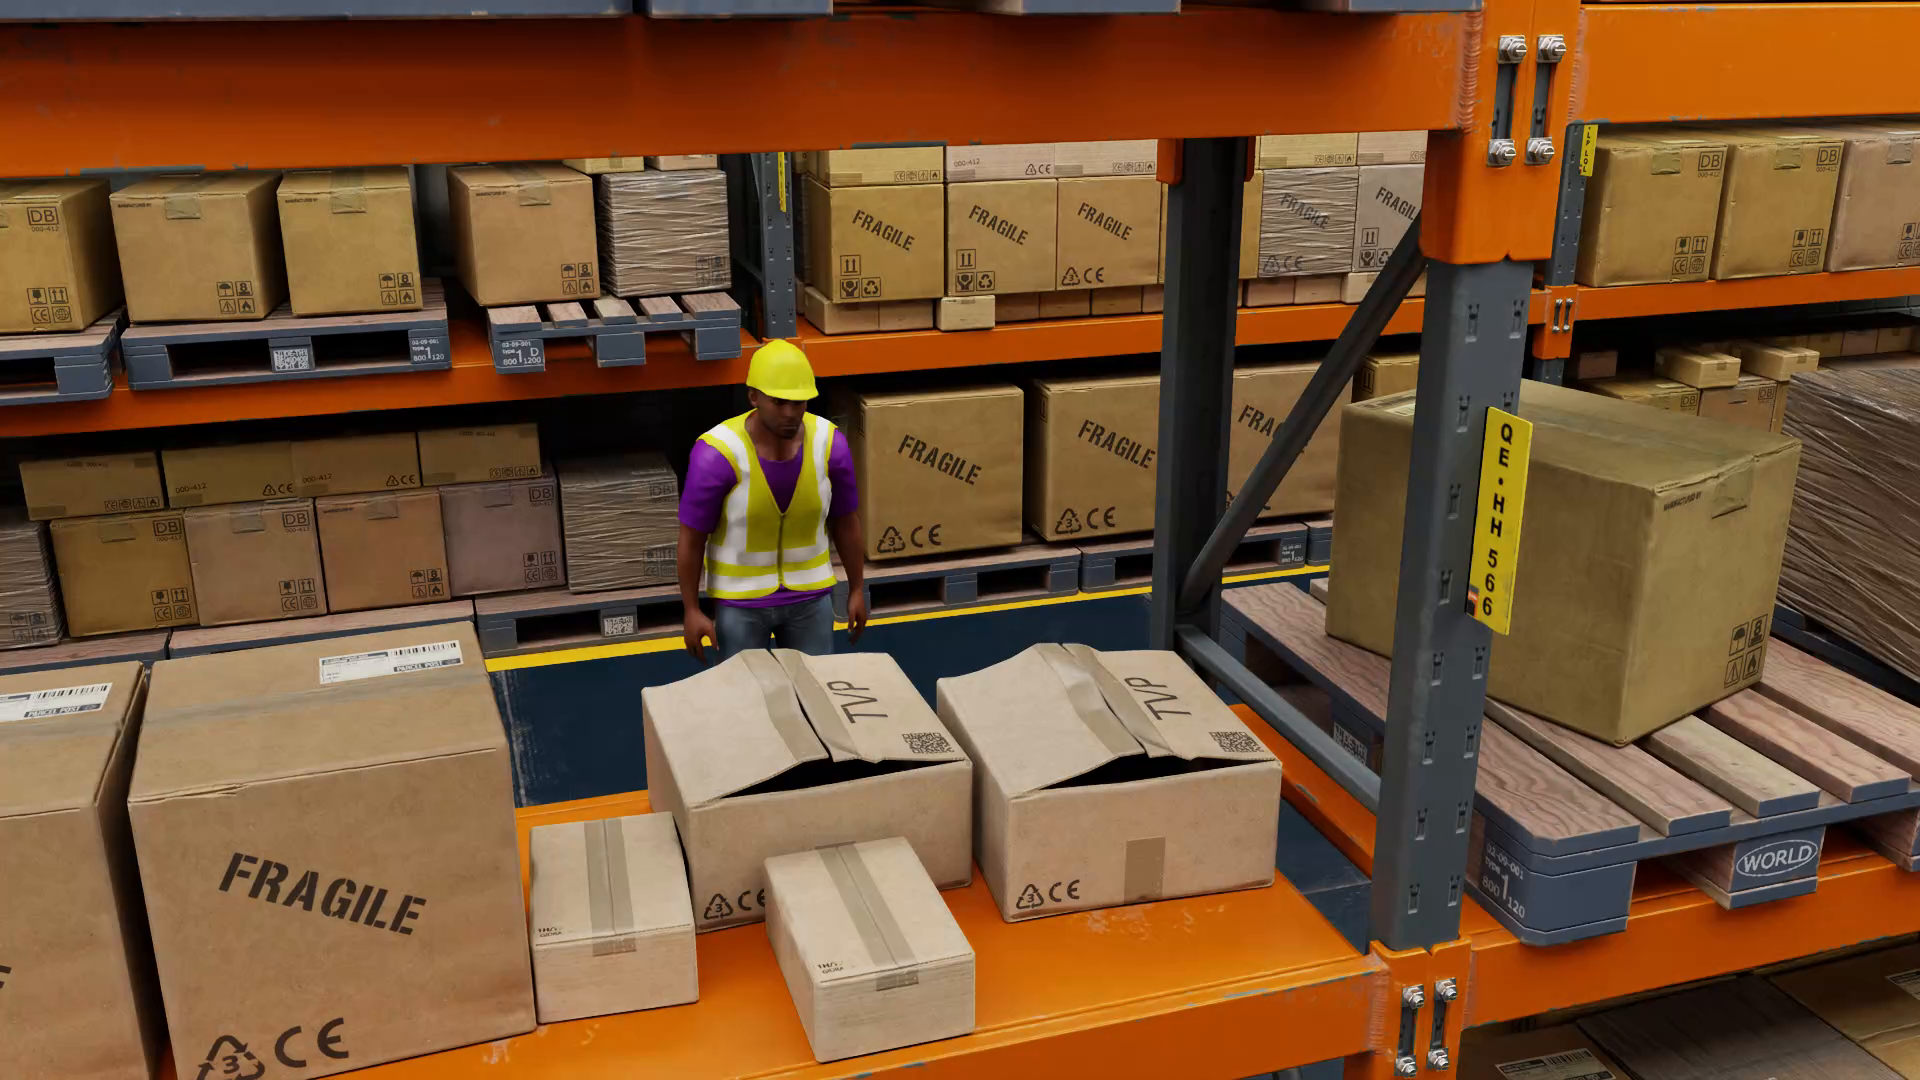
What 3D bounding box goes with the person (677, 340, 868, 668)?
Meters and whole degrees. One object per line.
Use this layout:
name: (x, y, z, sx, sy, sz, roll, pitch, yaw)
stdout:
person: (-0.602, 0.207, 5.449, 0.634, 1.755, 0.461, -7, 20, -21)
